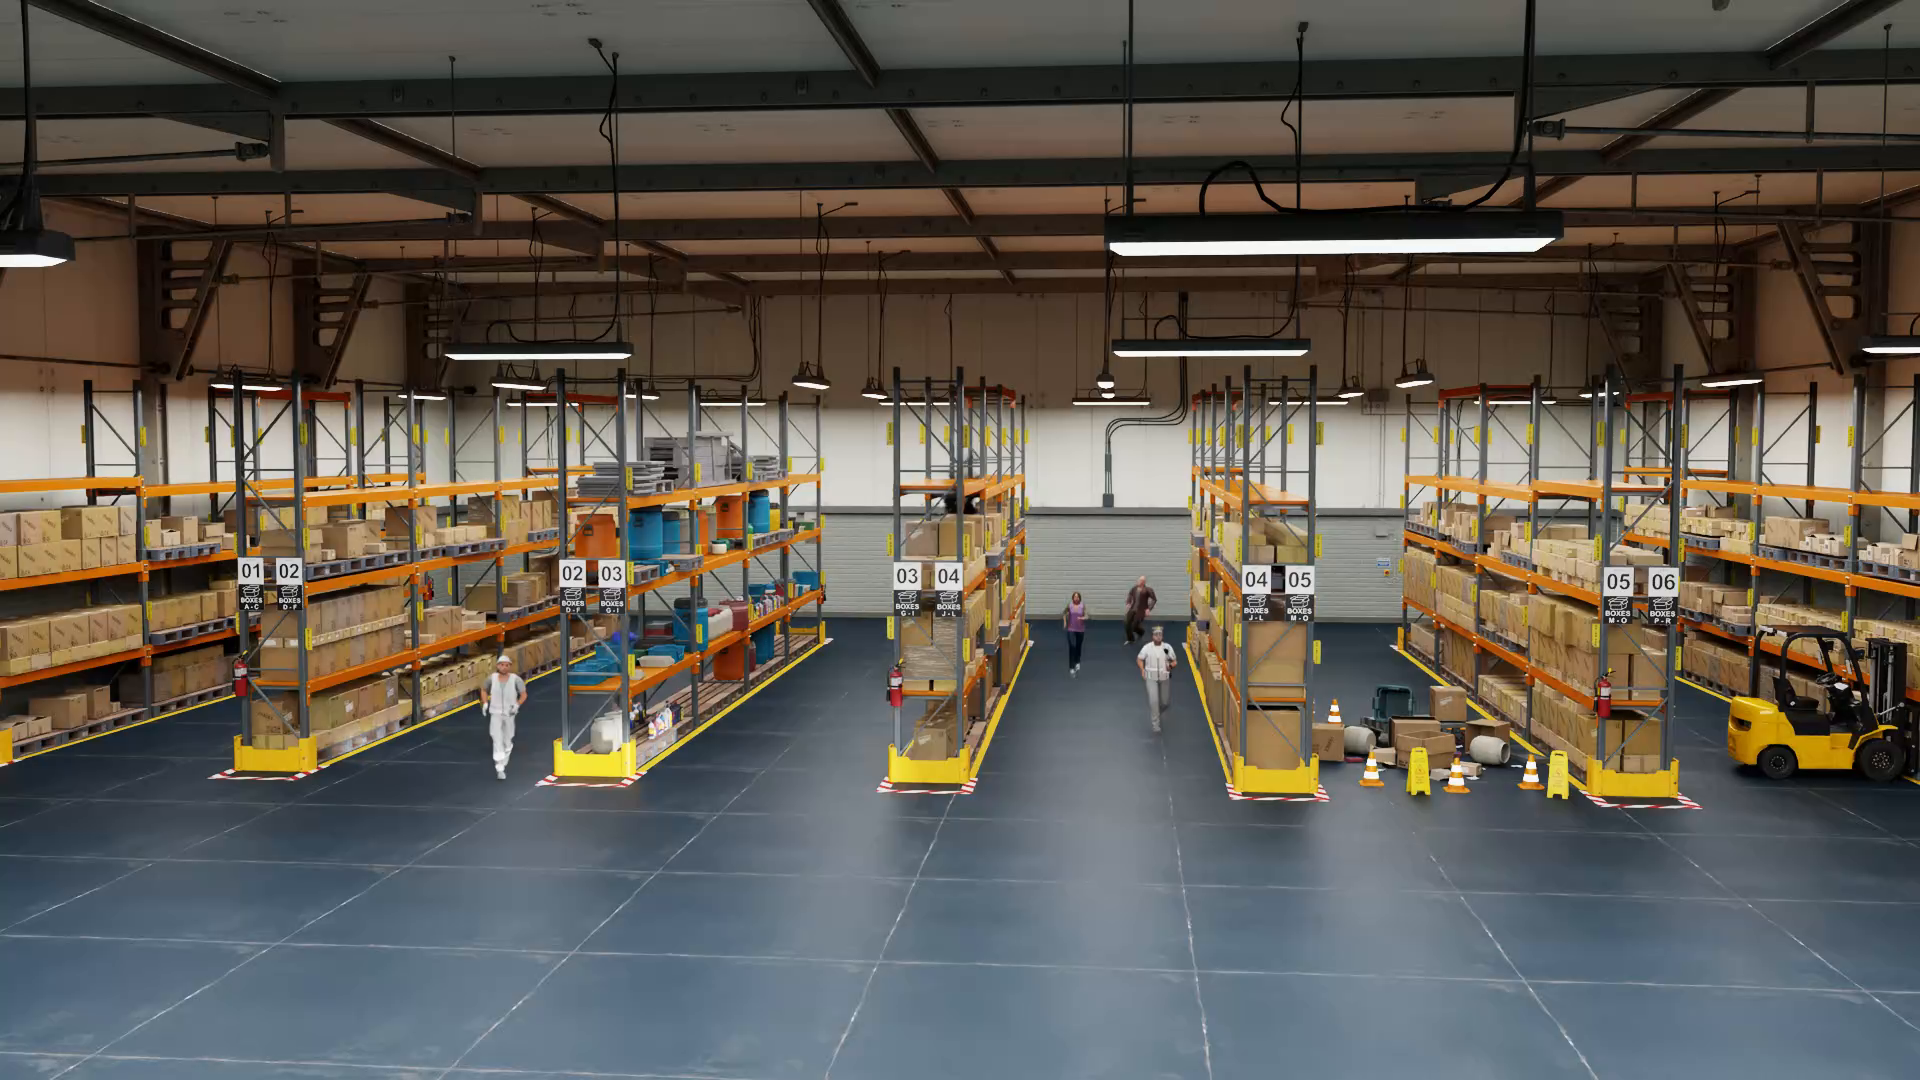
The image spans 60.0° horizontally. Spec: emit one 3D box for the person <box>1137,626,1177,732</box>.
[{"bbox_3d":[3.333,2.326,28.090,0.675,1.739,0.830,0,4,0],"label":"person"}]

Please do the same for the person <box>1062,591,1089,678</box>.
[{"bbox_3d":[2.306,1.869,33.159,0.505,1.691,0.691,0,4,-1],"label":"person"}]

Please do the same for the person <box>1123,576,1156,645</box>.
[{"bbox_3d":[4.348,1.702,39.891,0.783,1.695,0.614,3,5,41],"label":"person"}]

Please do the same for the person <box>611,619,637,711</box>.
[{"bbox_3d":[-6.205,2.254,30.601,0.575,1.644,0.941,0,4,4],"label":"person"}]

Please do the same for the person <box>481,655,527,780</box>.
[{"bbox_3d":[-6.735,2.585,24.568,0.660,1.782,0.942,-1,4,-16],"label":"person"}]
